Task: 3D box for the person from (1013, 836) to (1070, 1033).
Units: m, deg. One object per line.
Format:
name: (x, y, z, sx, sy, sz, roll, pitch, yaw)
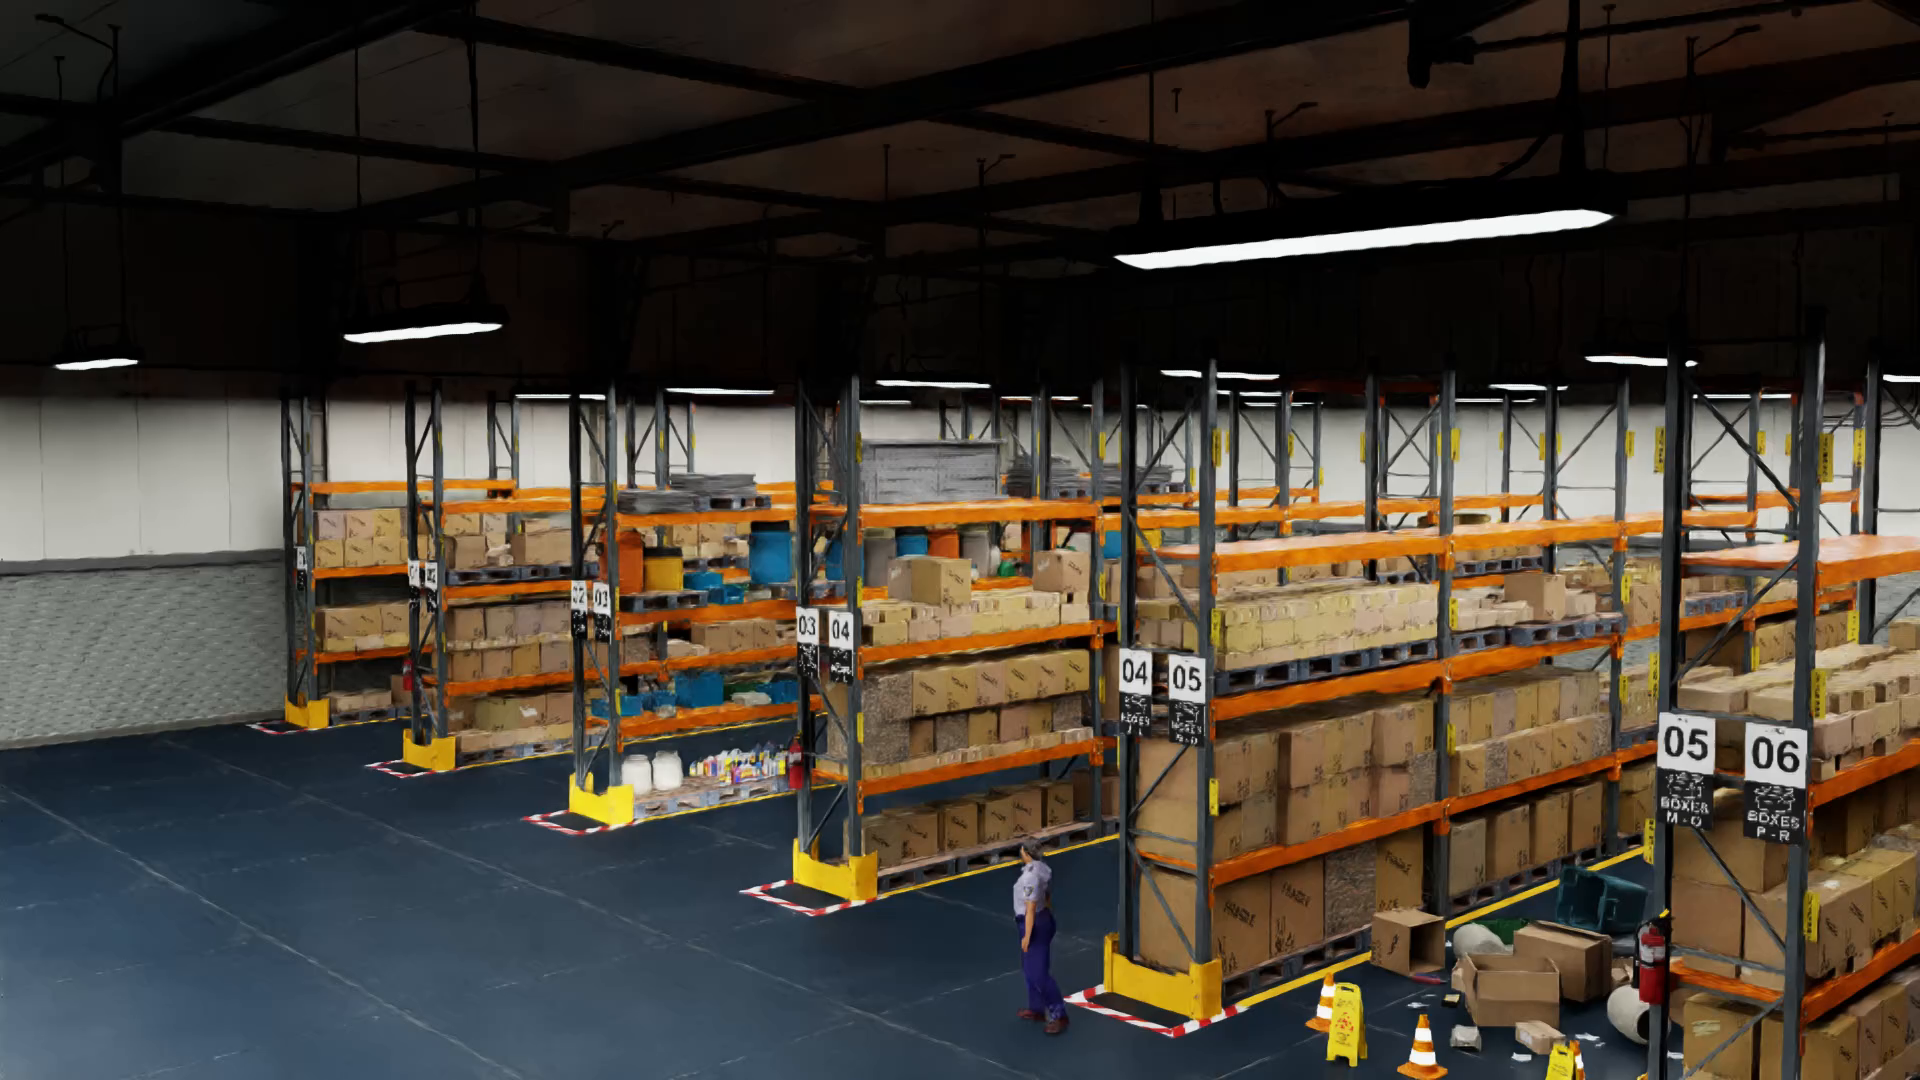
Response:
person: (0.720, 3.432, 14.551, 0.538, 1.627, 0.597, 1, 4, 18)
